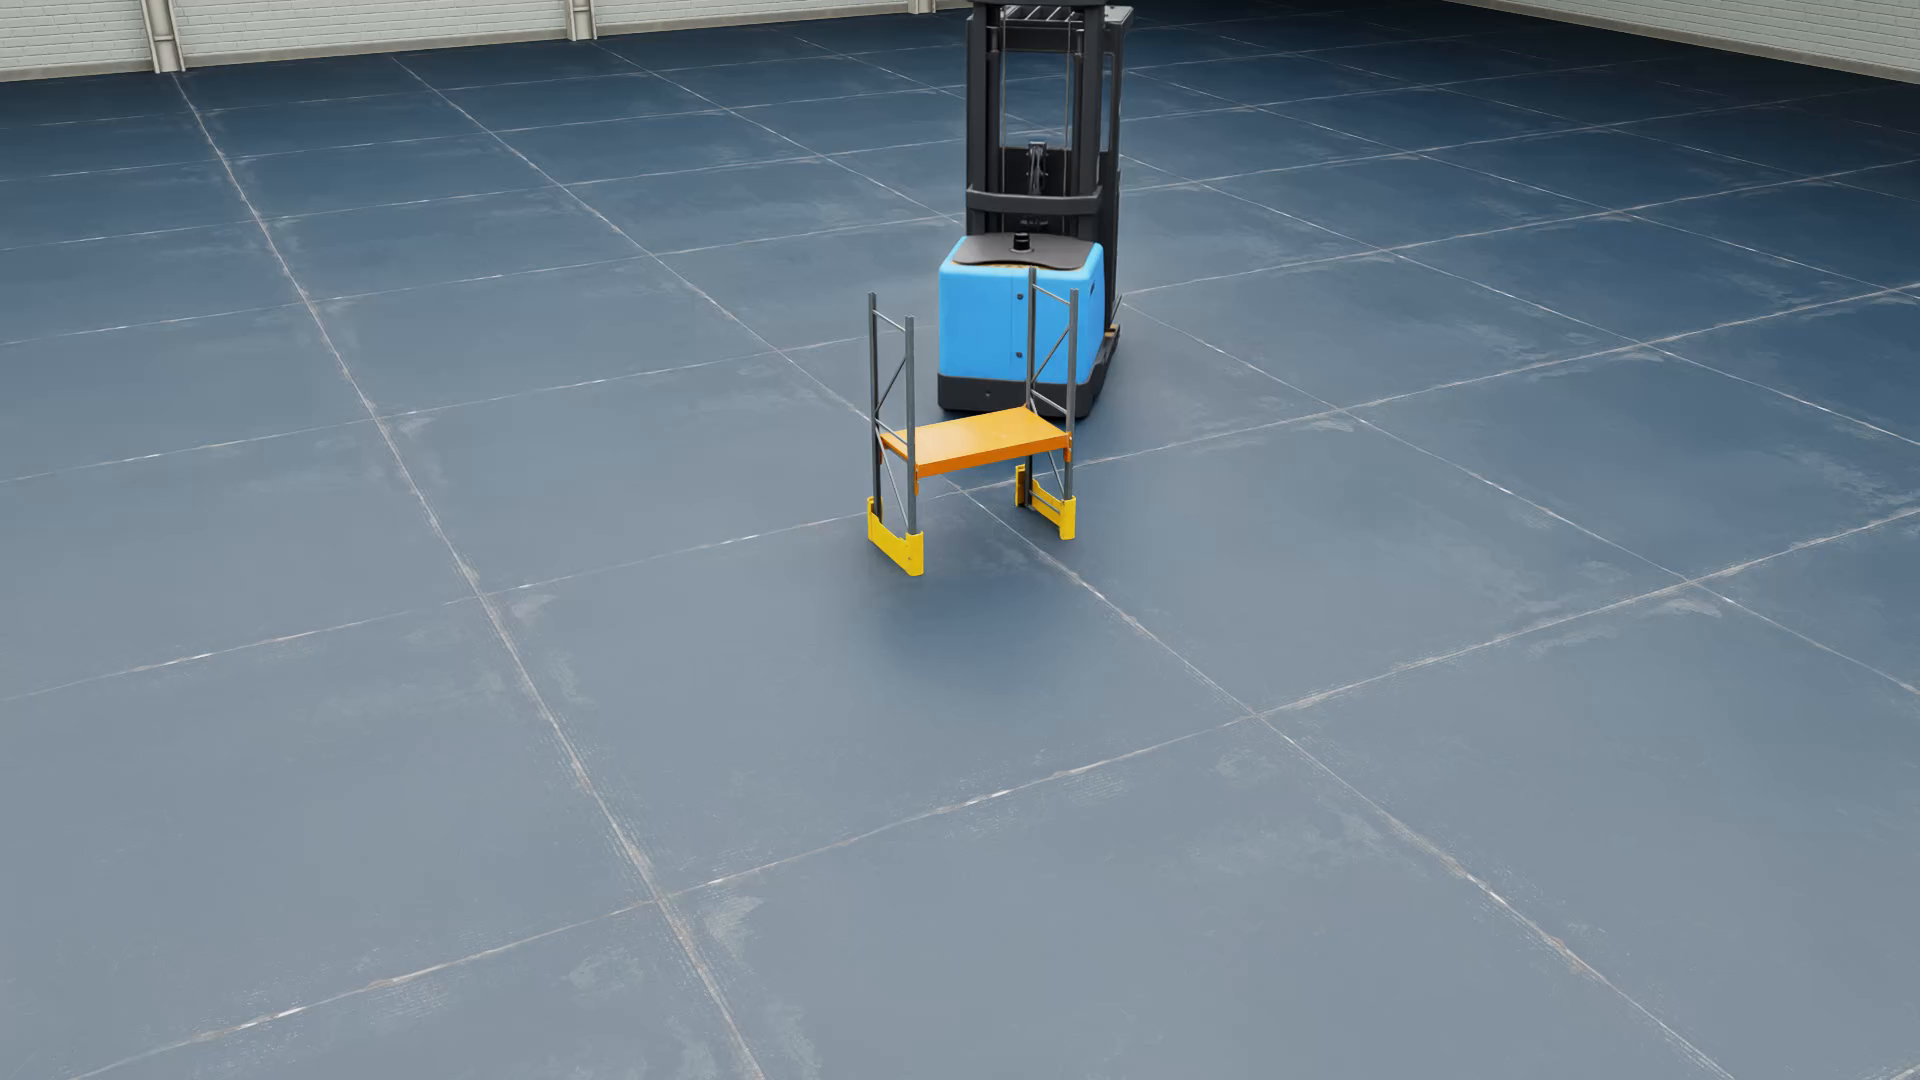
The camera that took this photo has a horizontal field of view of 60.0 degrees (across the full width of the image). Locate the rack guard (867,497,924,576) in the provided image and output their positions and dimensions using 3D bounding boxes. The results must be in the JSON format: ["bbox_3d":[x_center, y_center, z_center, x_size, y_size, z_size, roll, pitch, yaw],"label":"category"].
[{"bbox_3d":[-0.372,-0.027,9.517,0.087,0.250,0.587,-13,29,-25],"label":"rack guard"}]

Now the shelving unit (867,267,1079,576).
[{"bbox_3d":[0.067,-0.692,9.458,1.083,1.500,0.587,-13,29,-25],"label":"shelving unit"}]

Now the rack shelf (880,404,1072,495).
[{"bbox_3d":[0.075,-0.531,9.539,1.000,0.185,0.538,-13,29,-25],"label":"rack shelf"}]

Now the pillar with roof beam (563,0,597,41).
[{"bbox_3d":[-3.933,-10.322,20.852,0.400,9.000,9.100,-13,29,-25],"label":"pillar with roof beam"}]

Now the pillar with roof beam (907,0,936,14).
[{"bbox_3d":[1.362,-11.544,23.397,0.400,9.000,9.100,-13,29,-25],"label":"pillar with roof beam"}]

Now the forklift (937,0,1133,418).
[{"bbox_3d":[0.633,-2.766,12.124,1.130,2.935,3.031,5,26,10],"label":"forklift"}]

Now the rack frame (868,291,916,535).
[{"bbox_3d":[-0.373,-0.590,9.246,0.032,1.500,0.500,-13,29,-25],"label":"rack frame"}]

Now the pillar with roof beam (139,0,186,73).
[{"bbox_3d":[-9.227,-9.100,18.307,0.400,9.000,9.100,-13,29,-25],"label":"pillar with roof beam"}]

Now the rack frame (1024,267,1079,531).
[{"bbox_3d":[0.524,-0.797,9.677,0.032,1.500,0.500,-13,29,-25],"label":"rack frame"}]

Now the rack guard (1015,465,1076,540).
[{"bbox_3d":[0.507,-0.230,9.939,0.087,0.250,0.587,-13,29,-25],"label":"rack guard"}]
